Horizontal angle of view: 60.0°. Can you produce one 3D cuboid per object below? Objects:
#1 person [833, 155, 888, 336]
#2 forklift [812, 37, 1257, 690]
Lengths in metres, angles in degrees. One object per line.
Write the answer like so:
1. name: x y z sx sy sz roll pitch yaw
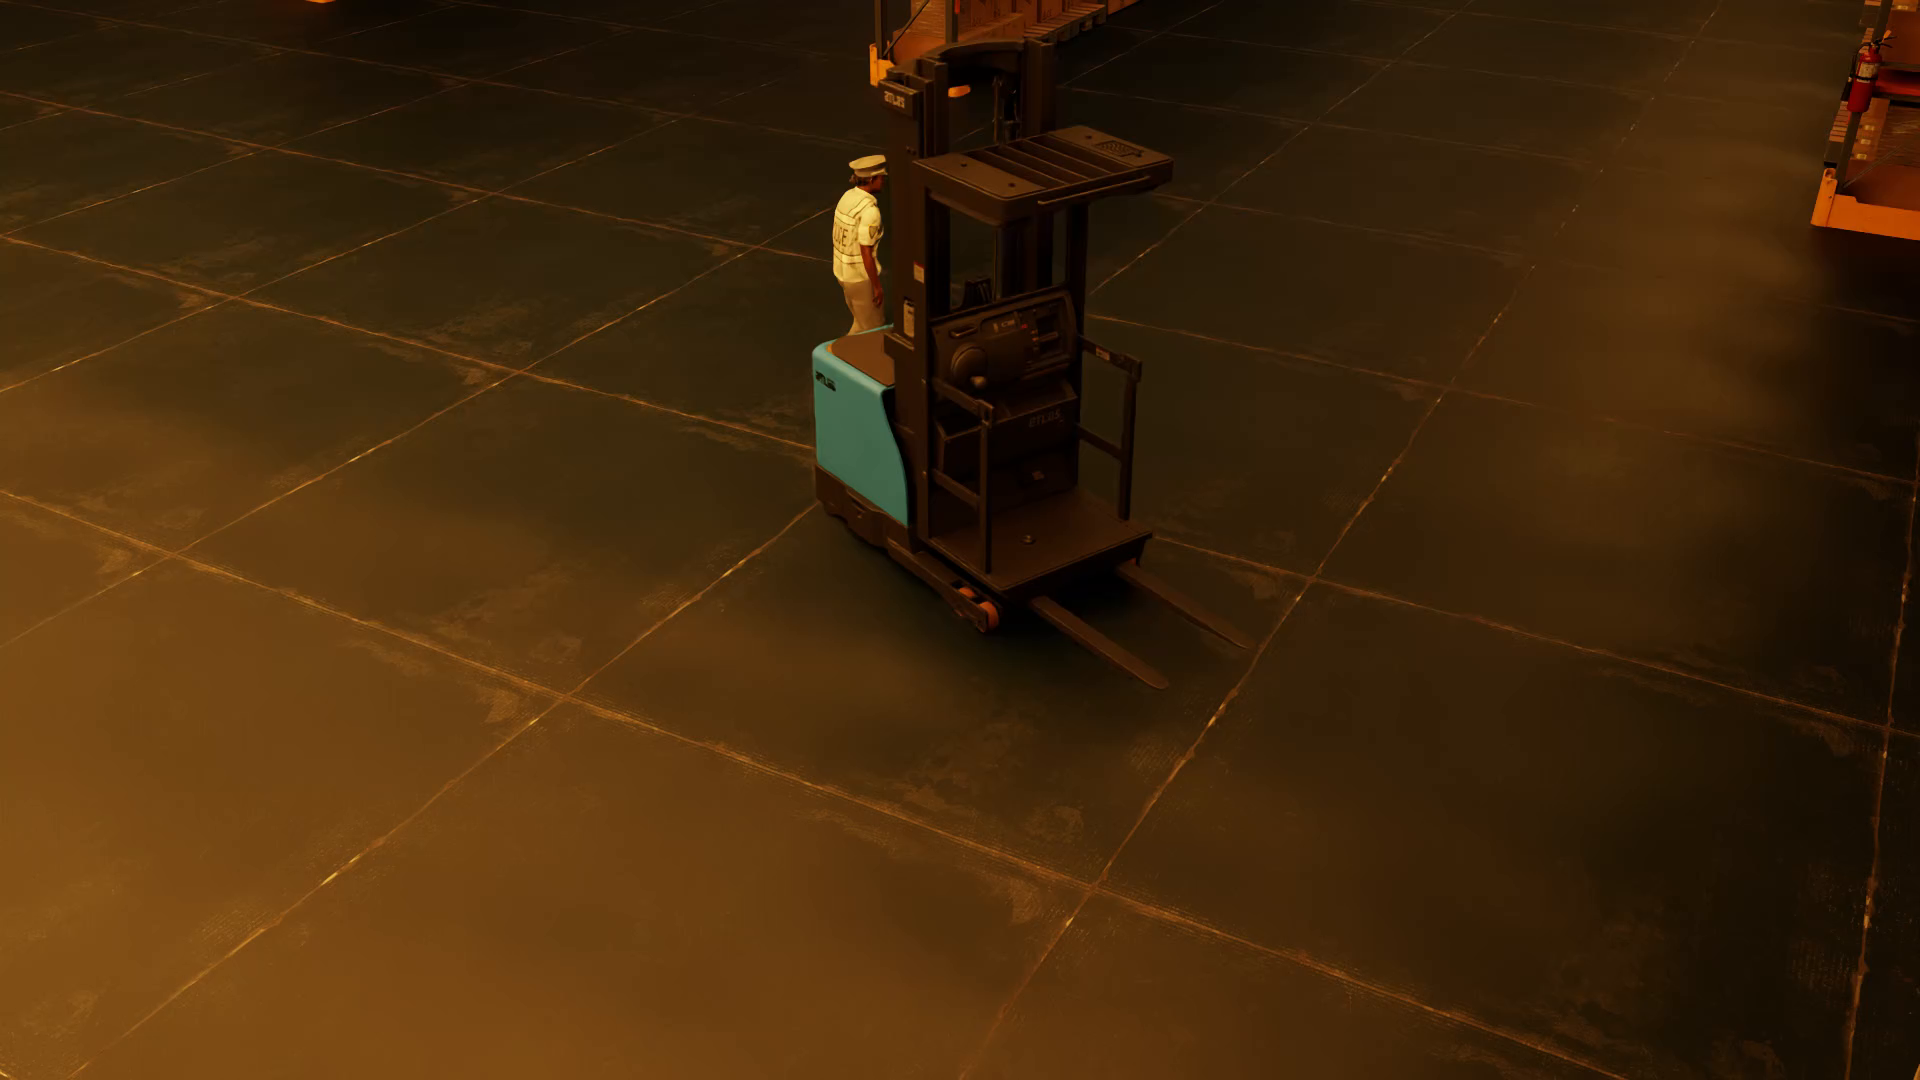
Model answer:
1. person: -0.652 -1.813 11.487 0.387 1.658 0.530 -11 32 -18
2. forklift: 0.378 -1.041 8.875 1.130 2.935 3.031 -20 36 -31
